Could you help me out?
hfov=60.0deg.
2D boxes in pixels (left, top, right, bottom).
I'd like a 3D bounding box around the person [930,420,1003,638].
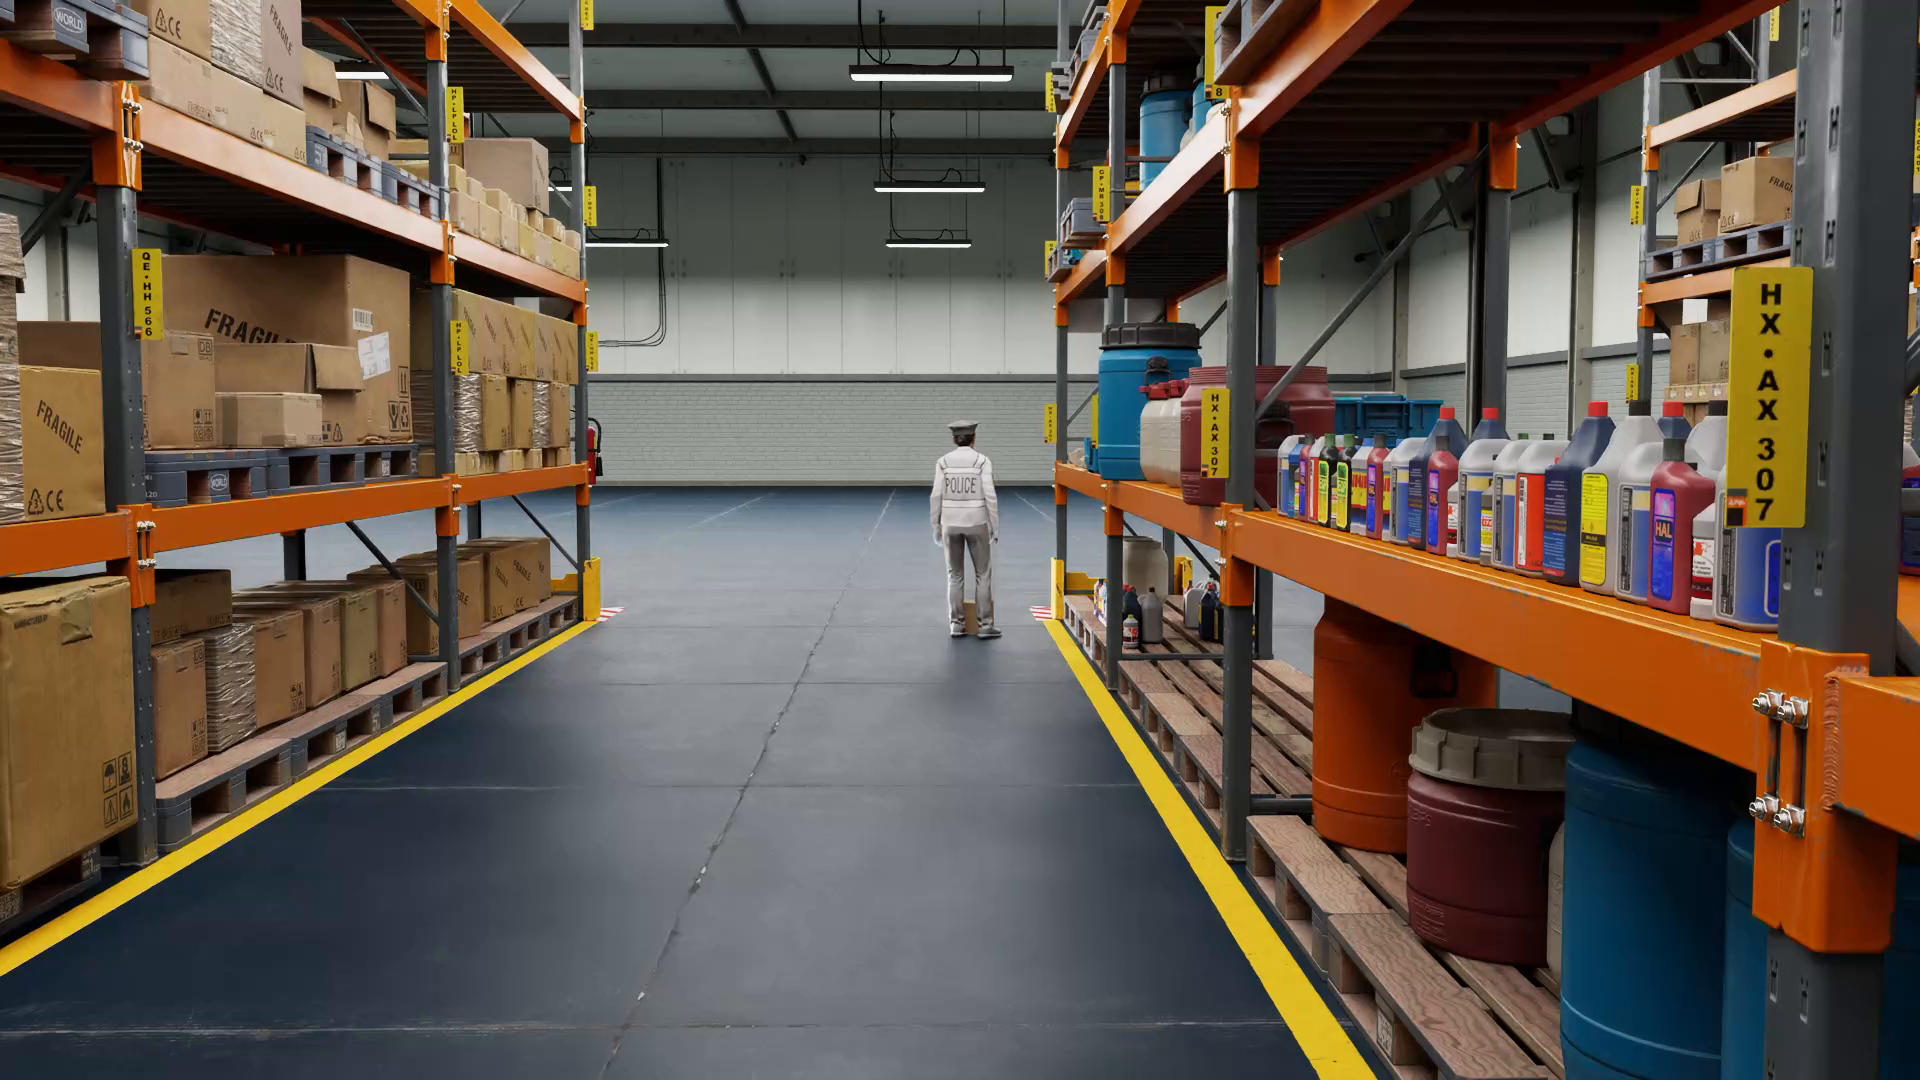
[{"bbox_3d":[0.046,-0.086,12.748,0.543,1.662,0.416,1,4,14],"label":"person"}]
